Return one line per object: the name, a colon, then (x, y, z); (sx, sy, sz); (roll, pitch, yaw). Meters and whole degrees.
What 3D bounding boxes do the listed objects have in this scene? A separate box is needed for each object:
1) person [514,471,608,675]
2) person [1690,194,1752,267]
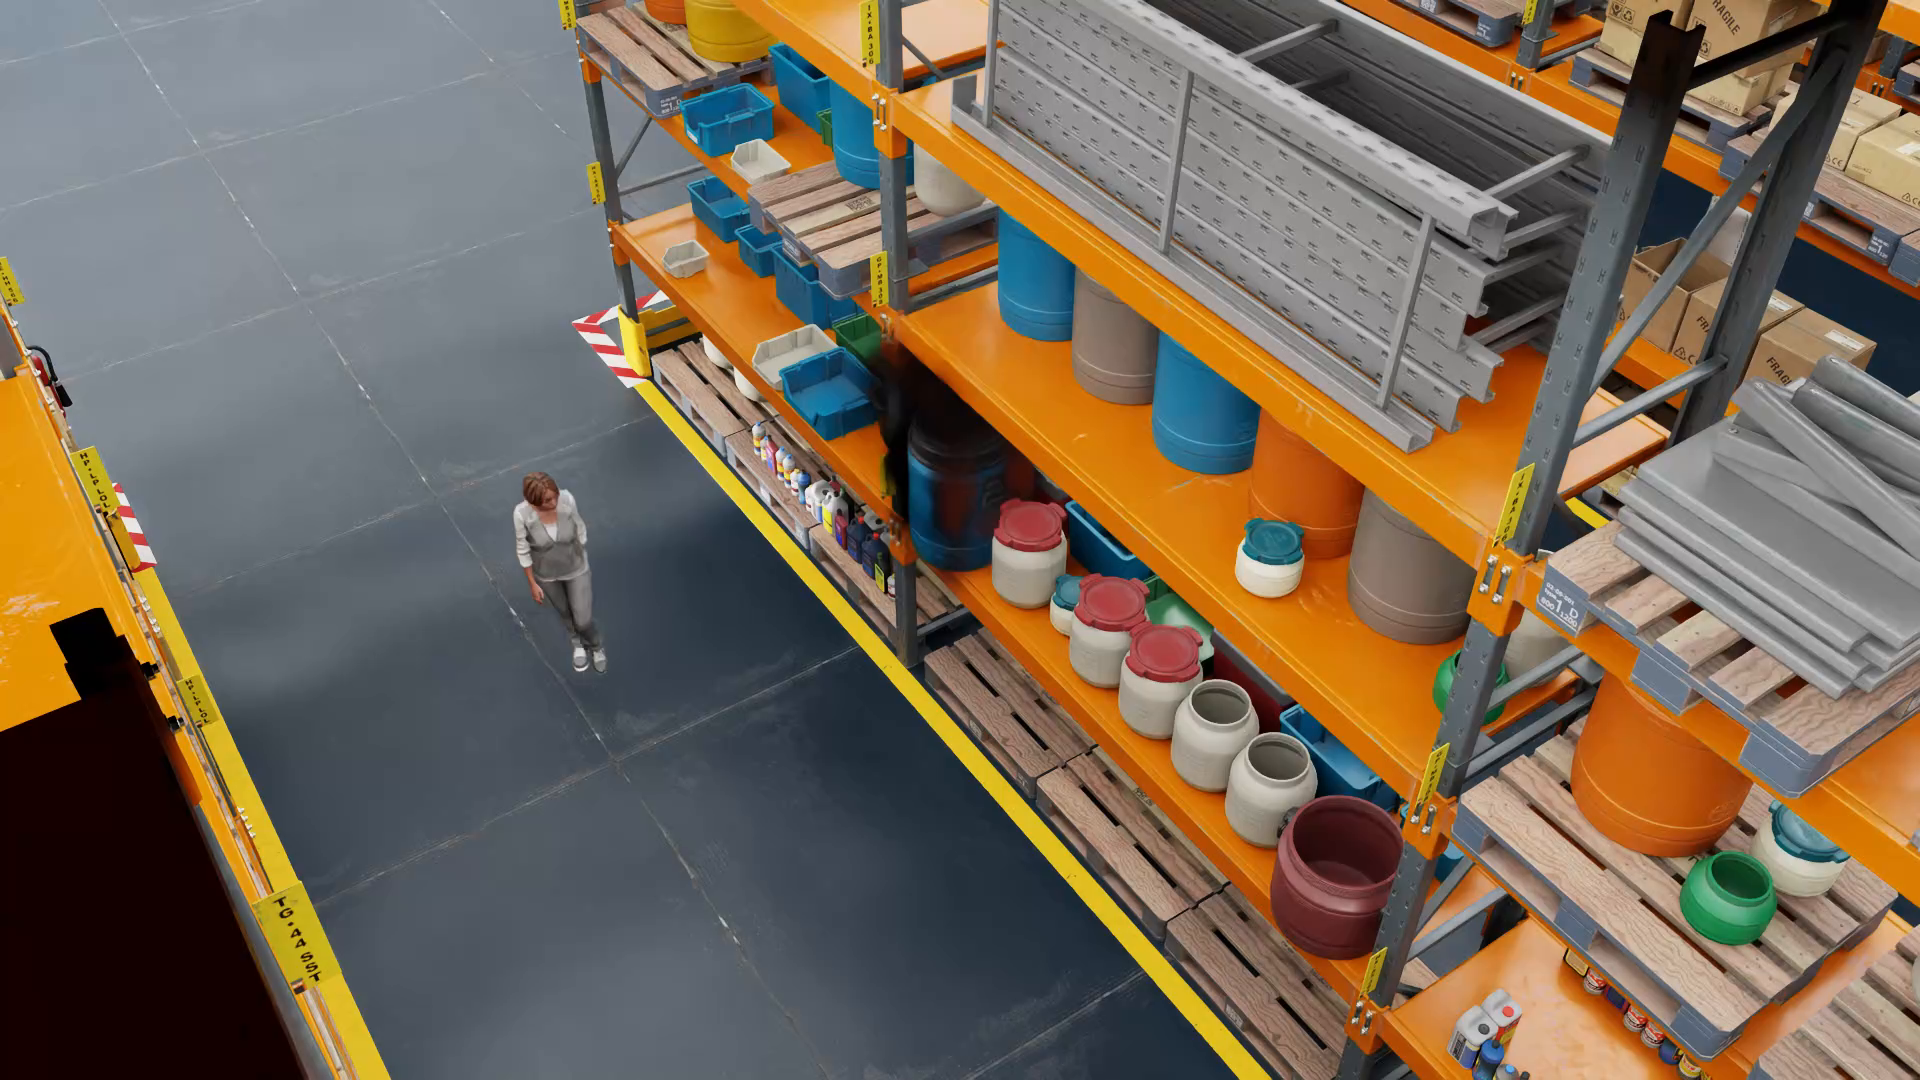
person: (-2.396, 0.200, 9.949); (0.378, 1.641, 0.390); (1, 43, 1)
person: (5.818, -2.161, 12.818); (0.490, 1.798, 0.634); (3, 43, 4)
